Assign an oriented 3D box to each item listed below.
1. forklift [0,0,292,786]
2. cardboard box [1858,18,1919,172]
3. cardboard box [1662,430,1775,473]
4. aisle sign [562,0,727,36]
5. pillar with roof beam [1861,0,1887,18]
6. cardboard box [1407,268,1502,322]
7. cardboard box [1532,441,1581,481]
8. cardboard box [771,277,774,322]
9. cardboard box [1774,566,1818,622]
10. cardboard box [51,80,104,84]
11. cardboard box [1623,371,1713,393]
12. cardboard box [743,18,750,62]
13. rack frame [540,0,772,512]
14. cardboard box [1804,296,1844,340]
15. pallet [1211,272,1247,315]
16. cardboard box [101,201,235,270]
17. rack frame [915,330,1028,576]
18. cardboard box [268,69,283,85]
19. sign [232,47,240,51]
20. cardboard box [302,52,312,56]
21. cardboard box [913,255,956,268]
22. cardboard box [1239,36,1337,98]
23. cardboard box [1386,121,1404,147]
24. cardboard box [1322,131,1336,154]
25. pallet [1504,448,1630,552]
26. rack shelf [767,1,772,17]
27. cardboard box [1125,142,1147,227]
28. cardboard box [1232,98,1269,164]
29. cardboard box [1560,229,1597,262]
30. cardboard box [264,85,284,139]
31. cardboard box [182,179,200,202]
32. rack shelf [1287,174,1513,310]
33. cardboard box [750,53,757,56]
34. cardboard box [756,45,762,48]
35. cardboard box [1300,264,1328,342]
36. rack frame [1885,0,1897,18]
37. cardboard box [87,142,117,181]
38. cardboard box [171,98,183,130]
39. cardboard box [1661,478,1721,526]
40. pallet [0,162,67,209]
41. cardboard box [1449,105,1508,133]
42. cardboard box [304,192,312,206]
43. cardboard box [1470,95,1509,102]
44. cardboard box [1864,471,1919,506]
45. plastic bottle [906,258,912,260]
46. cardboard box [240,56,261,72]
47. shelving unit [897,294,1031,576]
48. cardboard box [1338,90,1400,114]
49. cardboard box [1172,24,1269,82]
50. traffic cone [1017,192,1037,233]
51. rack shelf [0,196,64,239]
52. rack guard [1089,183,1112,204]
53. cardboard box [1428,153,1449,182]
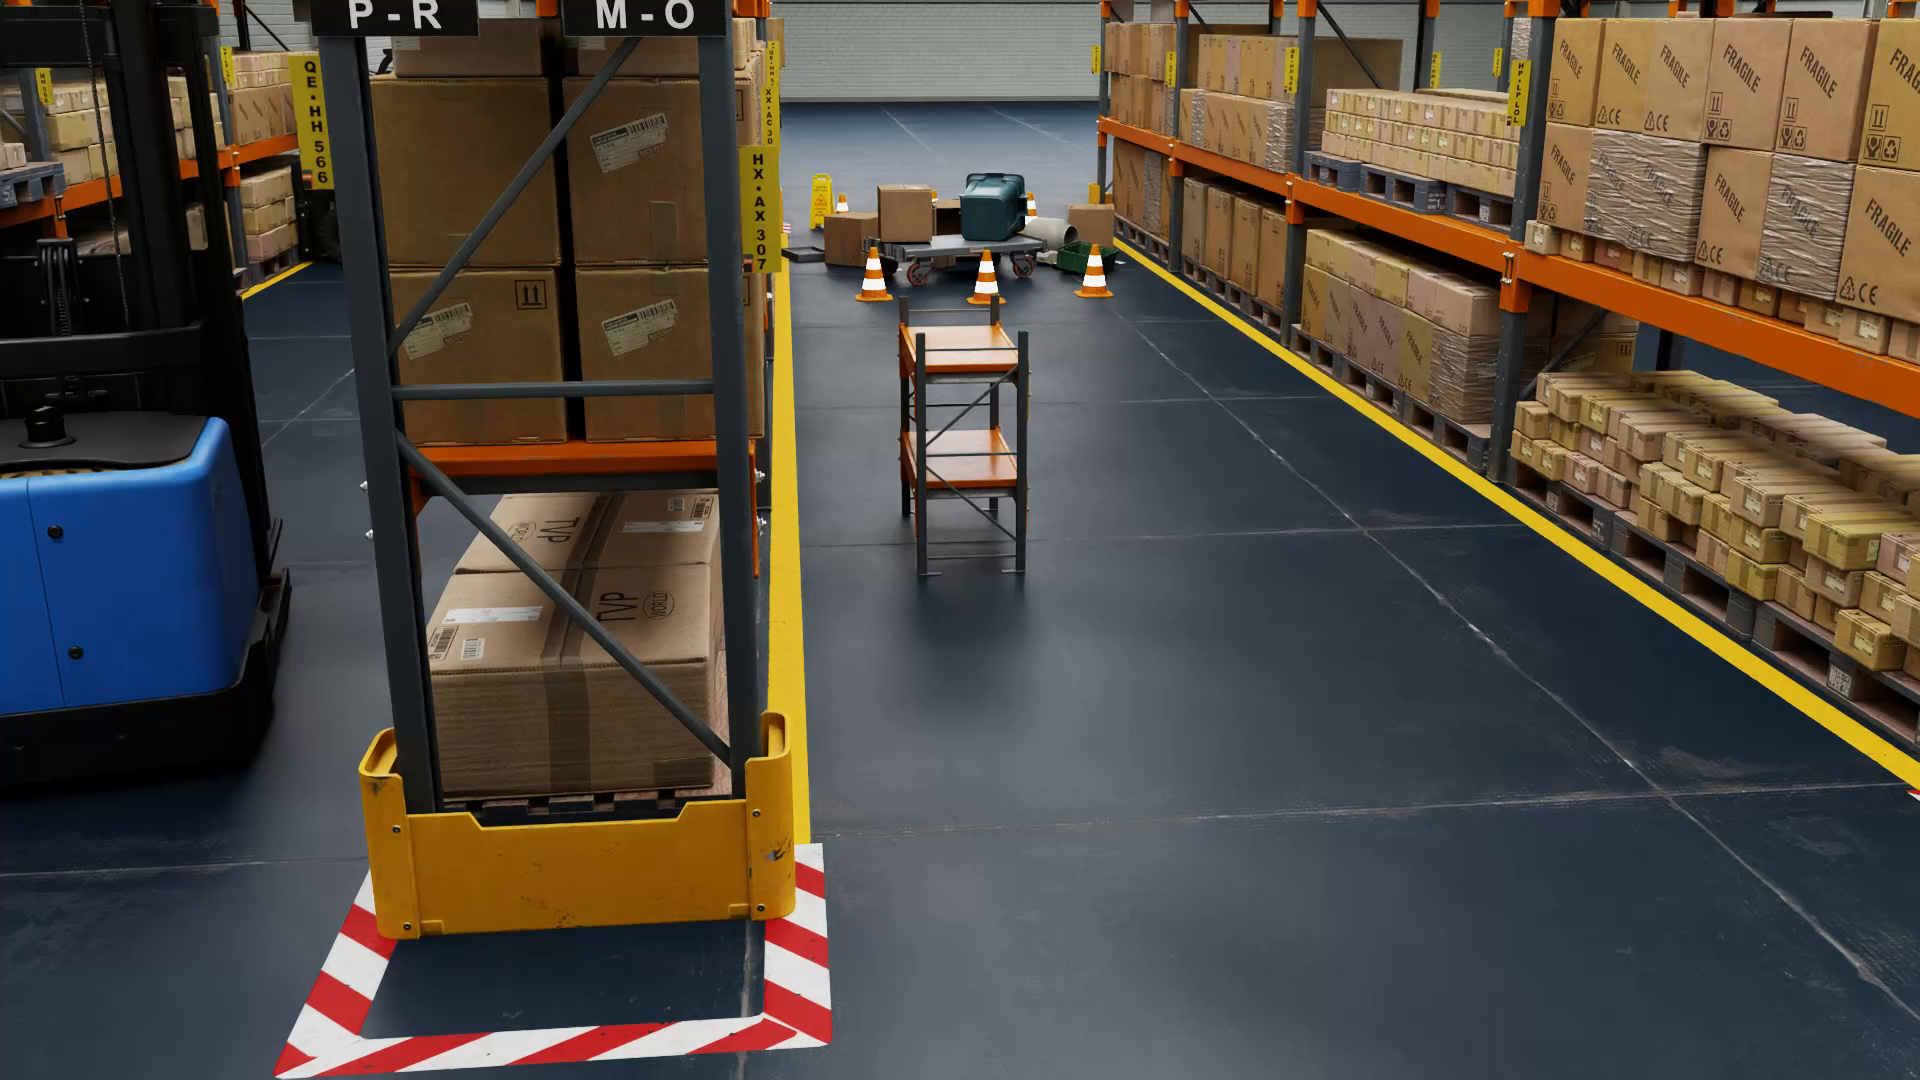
[{"bbox_3d":[-3.363,-0.983,6.415,1.130,2.935,3.031,-6,18,-17],"label":"forklift"},{"bbox_3d":[3.495,-1.522,5.683,0.500,0.500,0.500,-2,18,-8],"label":"cardboard box"},{"bbox_3d":[3.408,-0.390,7.478,0.380,0.149,0.250,-3,18,-8],"label":"cardboard box"},{"bbox_3d":[-0.775,-1.620,3.989,0.394,0.787,0.004,-2,18,-6],"label":"aisle sign"},{"bbox_3d":[16.711,-13.835,37.221,9.100,9.000,0.400,-2,18,-6],"label":"pillar with roof beam"},{"bbox_3d":[3.061,-1.500,10.168,0.500,0.250,0.500,-1,17,-3],"label":"cardboard box"},{"bbox_3d":[3.175,-0.409,8.532,0.380,0.149,0.250,-1,17,-4],"label":"cardboard box"},{"bbox_3d":[-1.945,-1.891,12.878,0.950,0.372,0.625,-3,18,-9],"label":"cardboard box"},{"bbox_3d":[3.473,0.206,6.571,0.380,0.149,0.250,-2,18,-5],"label":"cardboard box"},{"bbox_3d":[-7.375,-3.752,13.872,0.380,0.149,0.250,-2,18,-6],"label":"cardboard box"},{"bbox_3d":[3.725,-0.793,8.761,0.380,0.149,0.250,-1,17,-4],"label":"cardboard box"},{"bbox_3d":[-0.950,-1.804,5.997,0.380,0.149,0.250,-2,18,-7],"label":"cardboard box"},{"bbox_3d":[-1.484,-1.584,8.215,1.000,3.000,0.127,-2,18,-6],"label":"rack frame"},{"bbox_3d":[3.451,-0.848,6.290,0.380,0.149,0.250,-3,18,-8],"label":"cardboard box"},{"bbox_3d":[2.888,-2.228,14.922,1.003,0.211,1.213,-2,18,-6],"label":"pallet"},{"bbox_3d":[-7.181,-2.725,15.113,0.875,0.625,0.625,-1,17,-3],"label":"cardboard box"},{"bbox_3d":[0.053,-0.383,7.520,0.500,1.125,0.032,-2,18,-6],"label":"rack frame"},{"bbox_3d":[-7.157,-4.735,17.000,0.380,0.149,0.250,-2,18,-7],"label":"cardboard box"},{"bbox_3d":[-8.211,-5.440,18.920,0.100,0.325,0.005,-2,18,-6],"label":"sign"},{"bbox_3d":[-7.301,-5.254,18.158,0.380,0.149,0.250,-1,17,-4],"label":"cardboard box"},{"bbox_3d":[-0.258,-2.972,17.200,0.396,0.266,0.258,16,24,42],"label":"cardboard box"},{"bbox_3d":[2.819,-4.073,14.307,0.700,0.500,0.500,-2,18,-6],"label":"cardboard box"},{"bbox_3d":[3.001,-2.647,10.823,0.380,0.149,0.250,-2,18,-6],"label":"cardboard box"},{"bbox_3d":[2.862,-2.900,12.124,0.380,0.149,0.250,-2,18,-6],"label":"cardboard box"},{"bbox_3d":[3.534,-0.238,8.581,1.003,0.211,1.213,-2,18,-6],"label":"pallet"},{"bbox_3d":[-2.515,-5.651,17.363,1.077,0.370,4.000,-2,18,-6],"label":"rack shelf"},{"bbox_3d":[2.420,-4.067,18.969,0.875,0.875,0.875,-2,18,-7],"label":"cardboard box"},{"bbox_3d":[2.602,-3.430,13.928,0.500,0.500,0.500,-2,18,-7],"label":"cardboard box"},{"bbox_3d":[3.234,-1.478,8.296,0.380,0.149,0.250,-1,17,-4],"label":"cardboard box"},{"bbox_3d":[-7.155,-4.306,16.719,0.500,0.500,0.500,-2,18,-6],"label":"cardboard box"},{"bbox_3d":[-7.489,-3.319,15.962,0.500,0.250,0.500,-1,17,-5],"label":"cardboard box"},{"bbox_3d":[3.223,-2.020,10.803,1.077,0.370,4.000,-2,18,-6],"label":"rack shelf"},{"bbox_3d":[-1.116,-1.825,7.147,0.500,0.500,0.500,-2,18,-6],"label":"cardboard box"},{"bbox_3d":[-1.372,-2.549,9.452,0.500,0.500,0.500,-2,18,-7],"label":"cardboard box"},{"bbox_3d":[2.836,-1.748,12.209,0.500,0.500,0.500,-3,18,-8],"label":"cardboard box"},{"bbox_3d":[12.062,-5.618,21.065,1.000,3.000,0.127,-2,18,-6],"label":"rack frame"},{"bbox_3d":[-6.683,-2.839,12.464,0.500,0.250,0.500,-2,18,-7],"label":"cardboard box"},{"bbox_3d":[-6.834,-3.536,13.848,0.500,0.250,0.500,-1,17,-5],"label":"cardboard box"},{"bbox_3d":[3.318,-0.173,7.281,0.380,0.149,0.250,-2,18,-5],"label":"cardboard box"},{"bbox_3d":[-6.693,-2.330,10.911,1.213,0.211,1.003,-2,18,-6],"label":"pallet"},{"bbox_3d":[3.113,-2.480,9.794,0.380,0.149,0.250,-2,18,-6],"label":"cardboard box"},{"bbox_3d":[-7.134,-3.544,17.513,0.500,0.250,0.500,-2,18,-6],"label":"cardboard box"},{"bbox_3d":[3.624,-2.887,11.090,0.380,0.149,0.250,-2,18,-6],"label":"cardboard box"},{"bbox_3d":[3.952,-0.178,6.800,0.380,0.149,0.250,-1,17,-3],"label":"cardboard box"},{"bbox_3d":[-0.577,-3.008,17.656,0.133,0.061,0.283,1,17,4],"label":"plastic bottle"},{"bbox_3d":[-7.060,-4.647,16.224,0.380,0.149,0.250,-1,17,-4],"label":"cardboard box"},{"bbox_3d":[0.001,-0.535,8.002,0.538,1.125,1.048,-2,18,-6],"label":"shelving unit"},{"bbox_3d":[2.902,-3.099,11.767,0.380,0.149,0.250,-2,18,-7],"label":"cardboard box"},{"bbox_3d":[2.601,-4.848,16.559,0.875,0.550,0.550,-2,18,-6],"label":"cardboard box"},{"bbox_3d":[0.834,-3.930,19.922,0.336,0.463,0.334,-2,18,-6],"label":"traffic cone"},{"bbox_3d":[-6.627,-1.682,9.728,1.077,0.370,4.000,-2,18,-6],"label":"rack shelf"},{"bbox_3d":[2.189,-4.157,20.583,1.175,0.500,0.348,-2,18,-6],"label":"rack guard"},{"bbox_3d":[3.081,-2.269,10.114,0.380,0.149,0.250,-3,18,-8],"label":"cardboard box"}]
